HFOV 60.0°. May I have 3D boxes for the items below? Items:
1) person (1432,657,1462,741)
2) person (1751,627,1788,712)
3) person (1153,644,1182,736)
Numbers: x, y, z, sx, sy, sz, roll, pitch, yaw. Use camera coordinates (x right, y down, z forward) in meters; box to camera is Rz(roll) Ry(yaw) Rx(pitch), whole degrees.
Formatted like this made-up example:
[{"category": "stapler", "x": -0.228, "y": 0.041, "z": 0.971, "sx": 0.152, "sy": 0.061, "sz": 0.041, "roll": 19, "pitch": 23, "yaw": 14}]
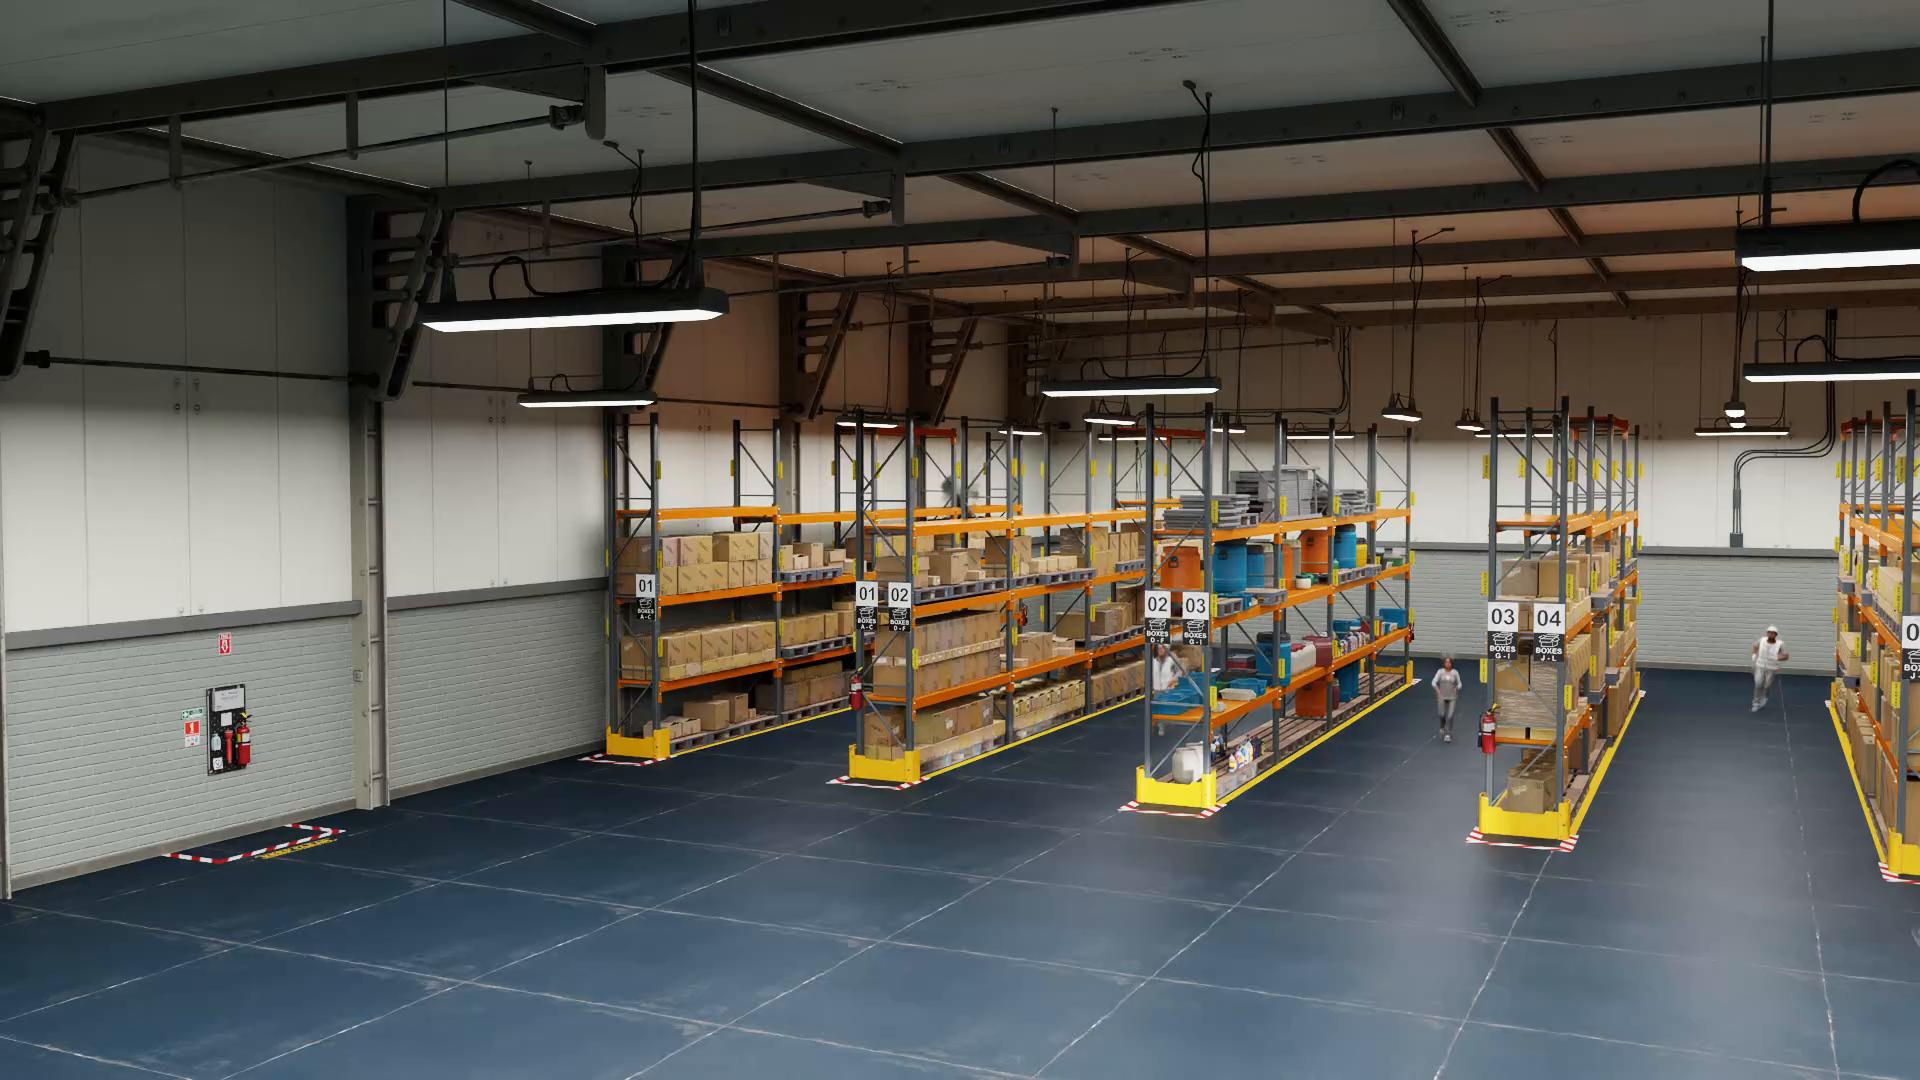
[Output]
[{"category": "person", "x": 8.964, "y": 2.933, "z": 30.605, "sx": 0.531, "sy": 1.551, "sz": 0.540, "roll": 1, "pitch": 2, "yaw": 15}, {"category": "person", "x": 16.855, "y": 2.682, "z": 34.620, "sx": 0.712, "sy": 1.780, "sz": 0.917, "roll": 2, "pitch": 3, "yaw": 35}, {"category": "person", "x": 3.855, "y": 2.817, "z": 31.533, "sx": 0.619, "sy": 1.751, "sz": 0.642, "roll": 1, "pitch": 3, "yaw": 21}]
